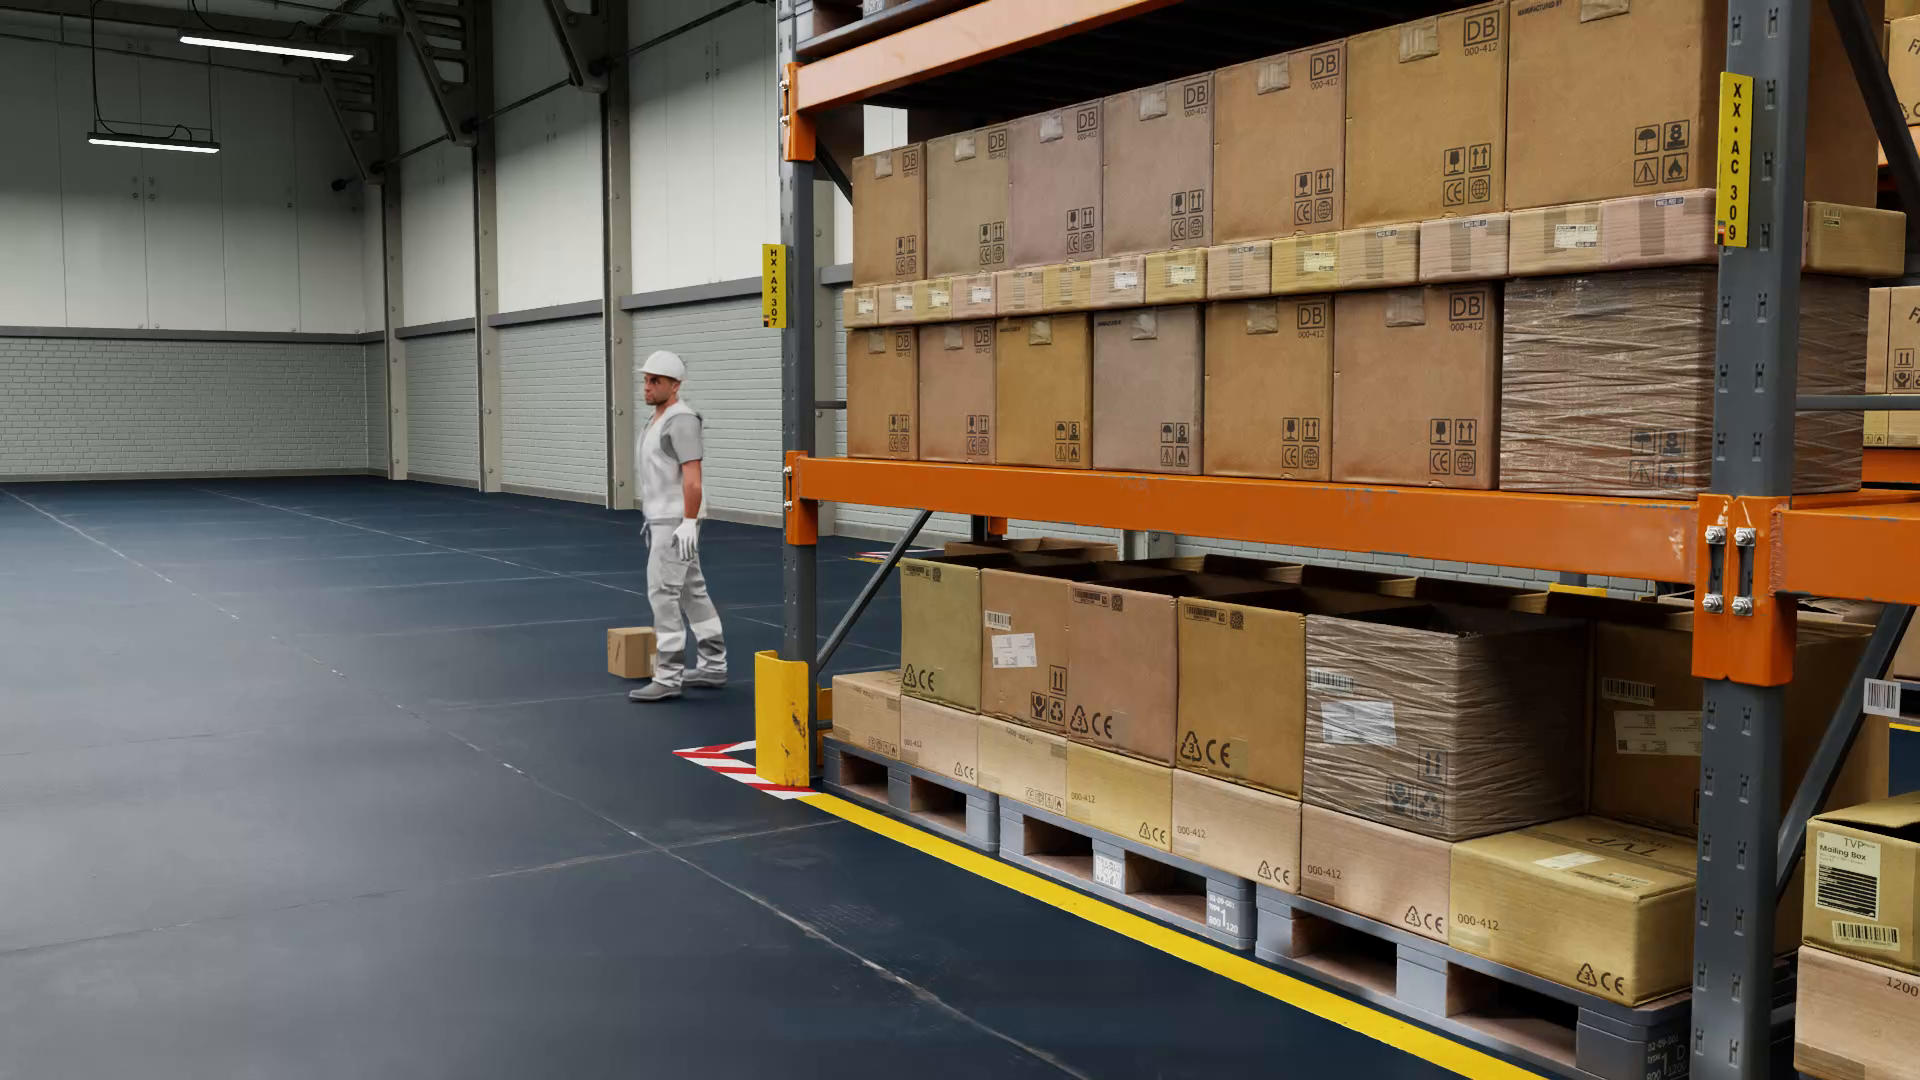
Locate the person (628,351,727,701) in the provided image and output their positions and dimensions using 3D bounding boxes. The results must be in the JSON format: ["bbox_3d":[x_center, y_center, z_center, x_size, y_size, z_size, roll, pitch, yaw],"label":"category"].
[{"bbox_3d":[-1.475,-0.082,8.627,0.564,1.788,0.570,-2,5,-21],"label":"person"}]
